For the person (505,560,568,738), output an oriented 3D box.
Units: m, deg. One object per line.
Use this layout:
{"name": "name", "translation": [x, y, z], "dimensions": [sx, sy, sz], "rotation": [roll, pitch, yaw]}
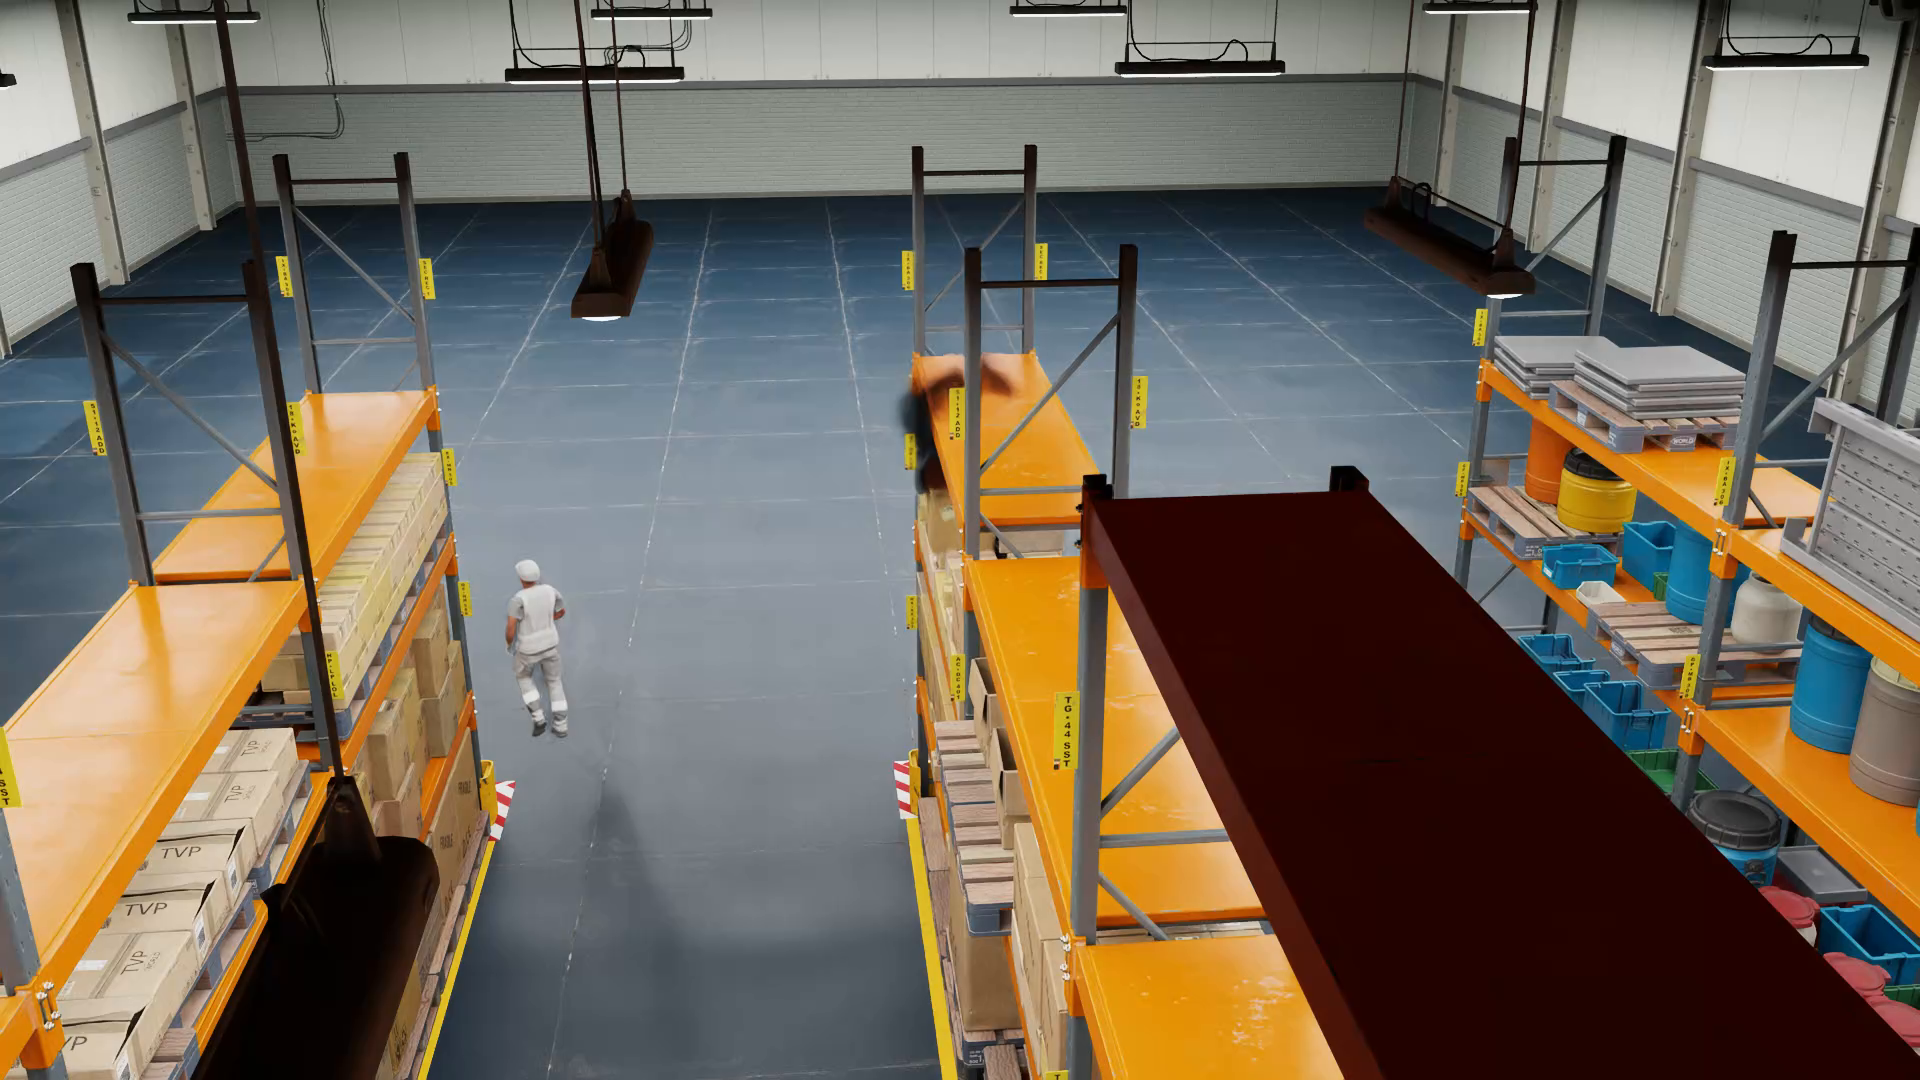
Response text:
{"name": "person", "translation": [-4.082, 1.054, 15.917], "dimensions": [0.690, 1.855, 0.701], "rotation": [-16, 27, -35]}
